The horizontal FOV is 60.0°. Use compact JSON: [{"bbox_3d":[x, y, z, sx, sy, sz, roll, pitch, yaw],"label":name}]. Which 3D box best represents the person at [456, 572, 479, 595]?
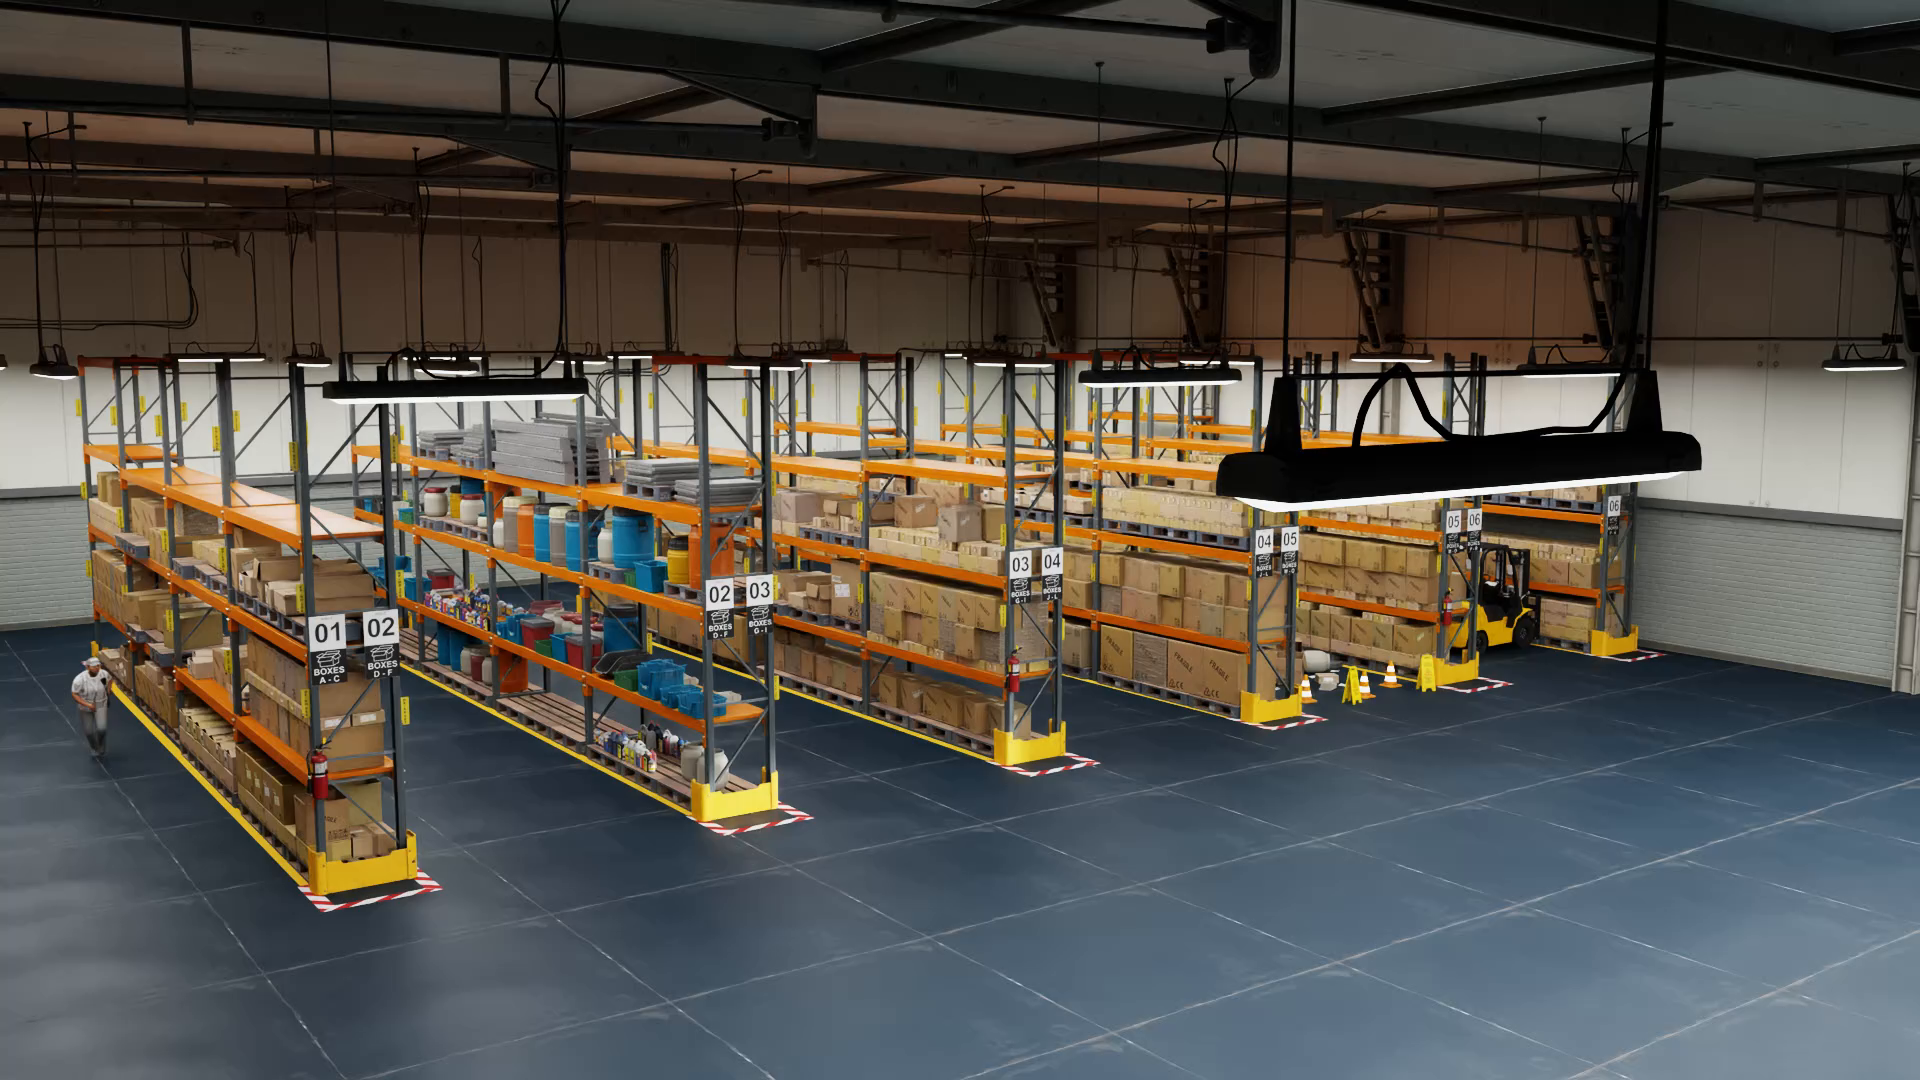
[{"bbox_3d":[-10.004,1.411,33.899,0.993,1.596,0.516,6,9,39],"label":"person"}]

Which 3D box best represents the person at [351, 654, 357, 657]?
[{"bbox_3d":[-9.280,2.463,25.419,0.448,1.599,0.438,0,7,-3],"label":"person"}]

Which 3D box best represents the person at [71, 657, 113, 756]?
[{"bbox_3d":[-13.065,2.516,25.071,0.556,1.578,0.749,-3,8,-25],"label":"person"}]
